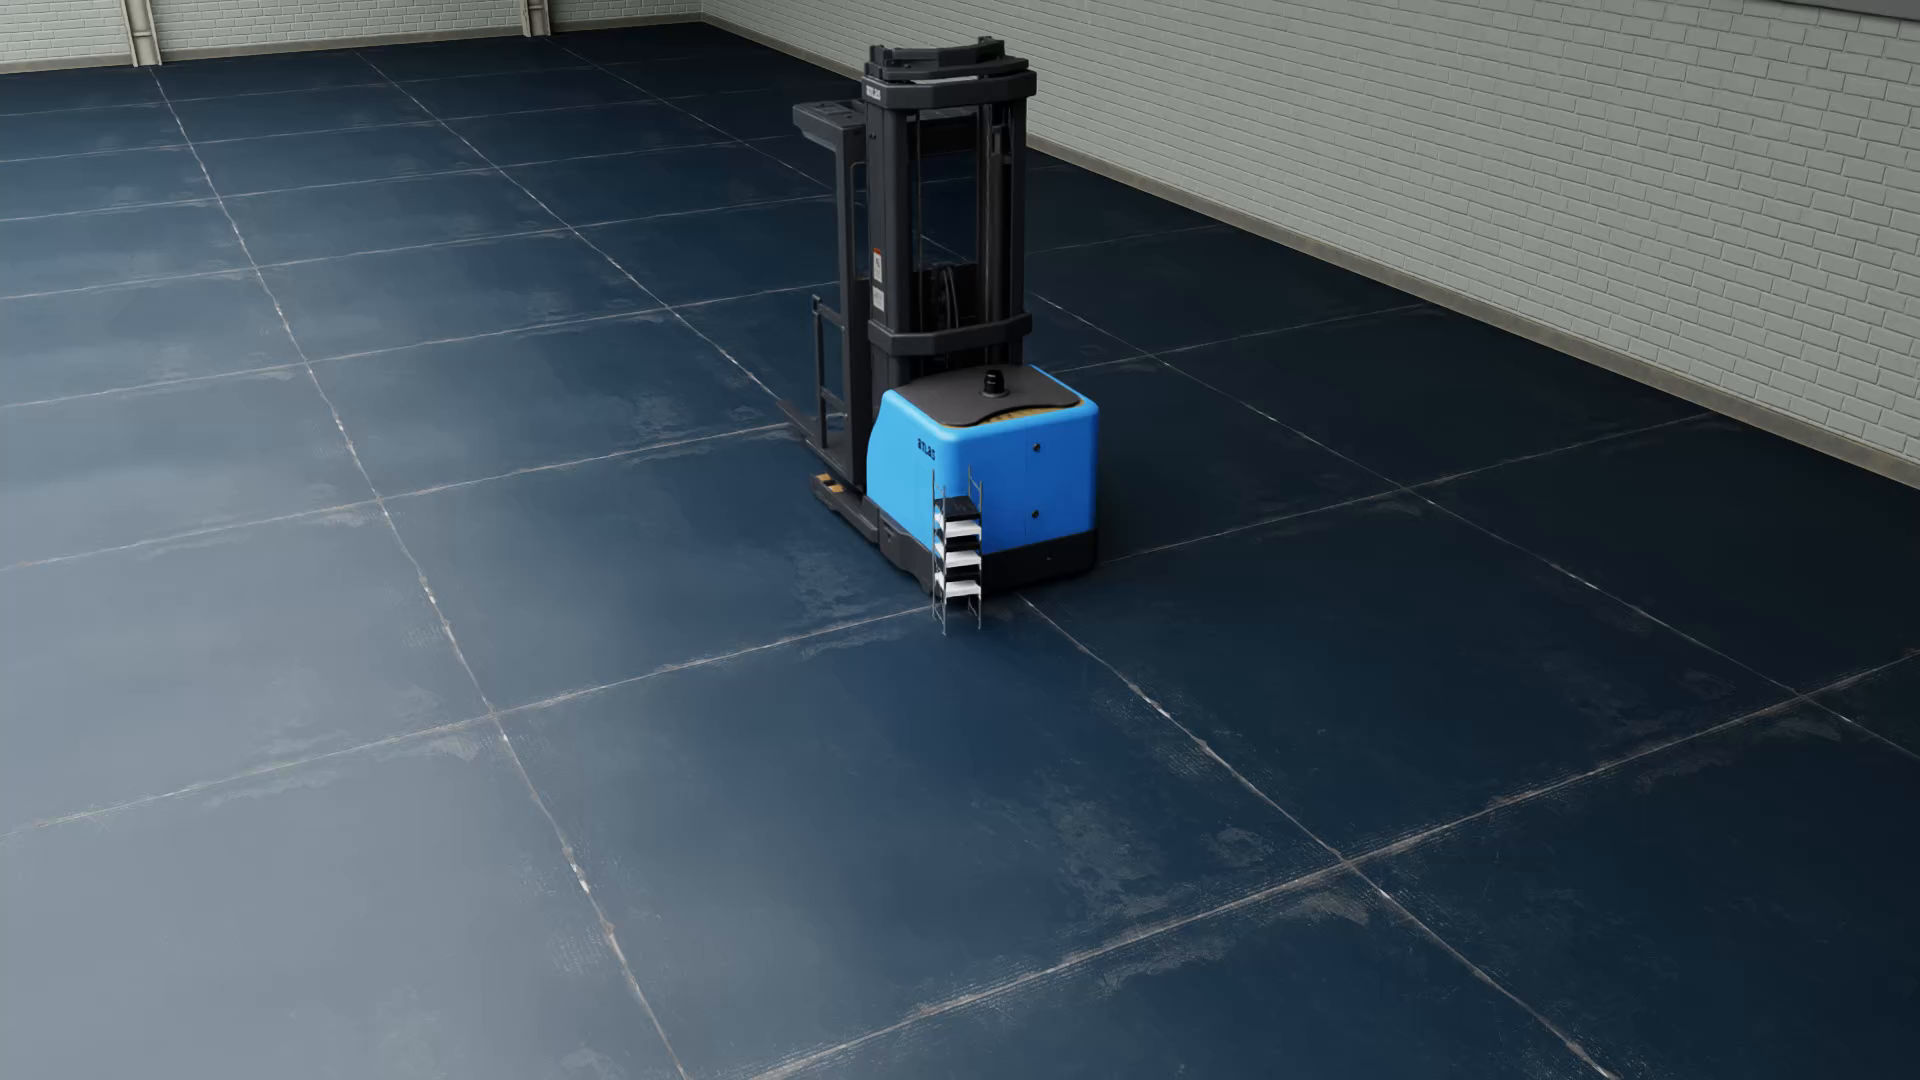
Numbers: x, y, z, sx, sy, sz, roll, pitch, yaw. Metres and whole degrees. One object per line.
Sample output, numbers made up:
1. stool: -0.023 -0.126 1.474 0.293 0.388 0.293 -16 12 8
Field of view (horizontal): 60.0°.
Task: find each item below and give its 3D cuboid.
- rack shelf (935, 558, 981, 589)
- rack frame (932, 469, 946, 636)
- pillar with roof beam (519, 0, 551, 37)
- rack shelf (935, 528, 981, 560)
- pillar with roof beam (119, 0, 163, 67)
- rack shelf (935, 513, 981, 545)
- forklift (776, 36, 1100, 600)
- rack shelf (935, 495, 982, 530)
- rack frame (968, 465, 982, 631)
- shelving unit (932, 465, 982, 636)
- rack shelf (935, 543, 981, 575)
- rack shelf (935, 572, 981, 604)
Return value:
1. rack shelf: -0.016 0.171 9.138 0.200 0.077 0.258 -7 27 -15
2. rack frame: -0.114 0.072 9.059 0.006 0.900 0.240 -7 27 -15
3. pillar with roof beam: -5.075 -10.893 22.542 0.400 9.000 9.100 -13 29 -25
4. rack shelf: -0.016 0.009 9.060 0.200 0.077 0.258 -7 27 -15
5. pillar with roof beam: -10.369 -9.671 19.997 0.400 9.000 9.100 -13 29 -25
6. rack shelf: -0.016 -0.072 9.021 0.200 0.077 0.258 -7 27 -15
7. forklift: -0.317 -1.588 10.171 1.130 2.935 3.031 -13 28 -24
8. rack shelf: -0.016 -0.153 8.982 0.200 0.077 0.258 -7 27 -15
9. rack frame: 0.082 0.048 9.110 0.006 0.900 0.240 -7 27 -15
10. shelving unit: -0.016 0.060 9.085 0.210 0.900 0.258 -7 27 -15
11. rack shelf: -0.016 0.090 9.099 0.200 0.077 0.258 -7 27 -15
12. rack shelf: -0.016 0.252 9.177 0.200 0.077 0.258 -7 27 -15
